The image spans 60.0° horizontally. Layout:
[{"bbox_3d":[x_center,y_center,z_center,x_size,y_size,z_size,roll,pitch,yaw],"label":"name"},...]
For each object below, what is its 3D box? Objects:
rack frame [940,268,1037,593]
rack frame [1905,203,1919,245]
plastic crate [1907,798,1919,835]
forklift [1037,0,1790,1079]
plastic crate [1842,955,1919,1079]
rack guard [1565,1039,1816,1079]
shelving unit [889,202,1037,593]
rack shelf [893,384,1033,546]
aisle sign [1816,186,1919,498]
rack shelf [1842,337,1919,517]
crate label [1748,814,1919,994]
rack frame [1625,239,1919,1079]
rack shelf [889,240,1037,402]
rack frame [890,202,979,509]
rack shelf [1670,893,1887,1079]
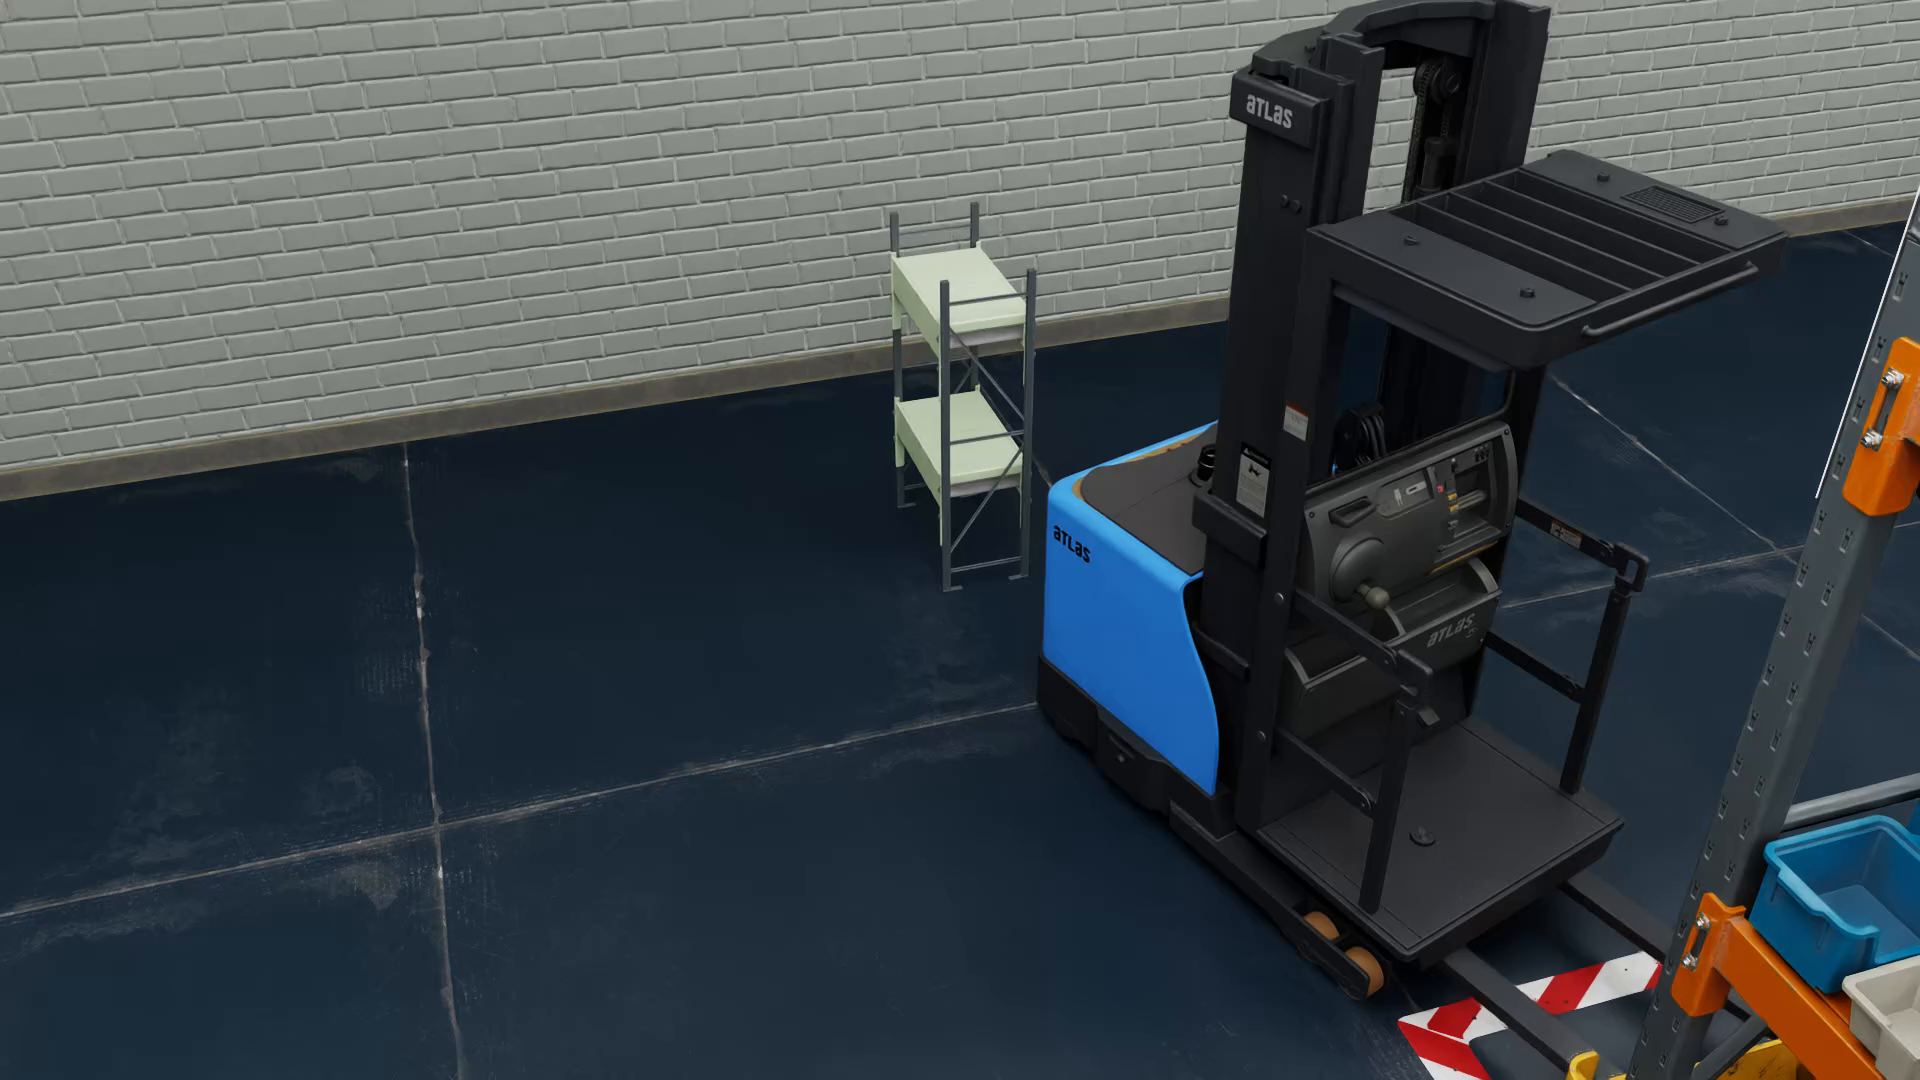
[{"bbox_3d":[0.114,-0.430,7.040,0.400,1.500,0.023,-10,35,-15],"label":"rack frame"},{"bbox_3d":[2.305,-1.881,2.434,1.000,3.000,0.127,-10,35,-15],"label":"rack frame"},{"bbox_3d":[2.585,0.726,3.843,0.616,0.435,0.499,-10,35,-15],"label":"plastic crate"},{"bbox_3d":[1.559,-0.020,5.121,1.130,2.935,3.031,-21,39,-28],"label":"forklift"},{"bbox_3d":[2.086,1.074,3.589,0.250,0.136,0.298,-10,35,-15],"label":"plastic crate"},{"bbox_3d":[2.285,1.654,4.793,1.175,0.500,0.348,-10,35,-15],"label":"rack guard"},{"bbox_3d":[0.002,-0.622,7.331,0.431,1.500,0.755,-10,35,-15],"label":"shelving unit"},{"bbox_3d":[0.002,-0.350,7.511,0.431,0.370,0.720,-10,35,-15],"label":"rack shelf"},{"bbox_3d":[2.000,-0.451,3.353,0.394,0.787,0.004,-10,35,-15],"label":"aisle sign"},{"bbox_3d":[2.915,0.720,1.871,1.077,0.370,4.000,-10,35,-15],"label":"rack shelf"},{"bbox_3d":[2.067,0.852,3.838,0.416,0.233,0.303,-10,35,-15],"label":"crate label"},{"bbox_3d":[2.305,0.622,4.088,1.000,3.000,0.127,-10,35,-15],"label":"rack frame"},{"bbox_3d":[0.002,-0.948,7.116,0.431,0.370,0.720,-10,35,-15],"label":"rack shelf"},{"bbox_3d":[-0.110,-0.814,7.622,0.400,1.500,0.023,-10,35,-15],"label":"rack frame"},{"bbox_3d":[2.915,1.972,2.698,1.077,0.370,4.000,-10,35,-15],"label":"rack shelf"}]
